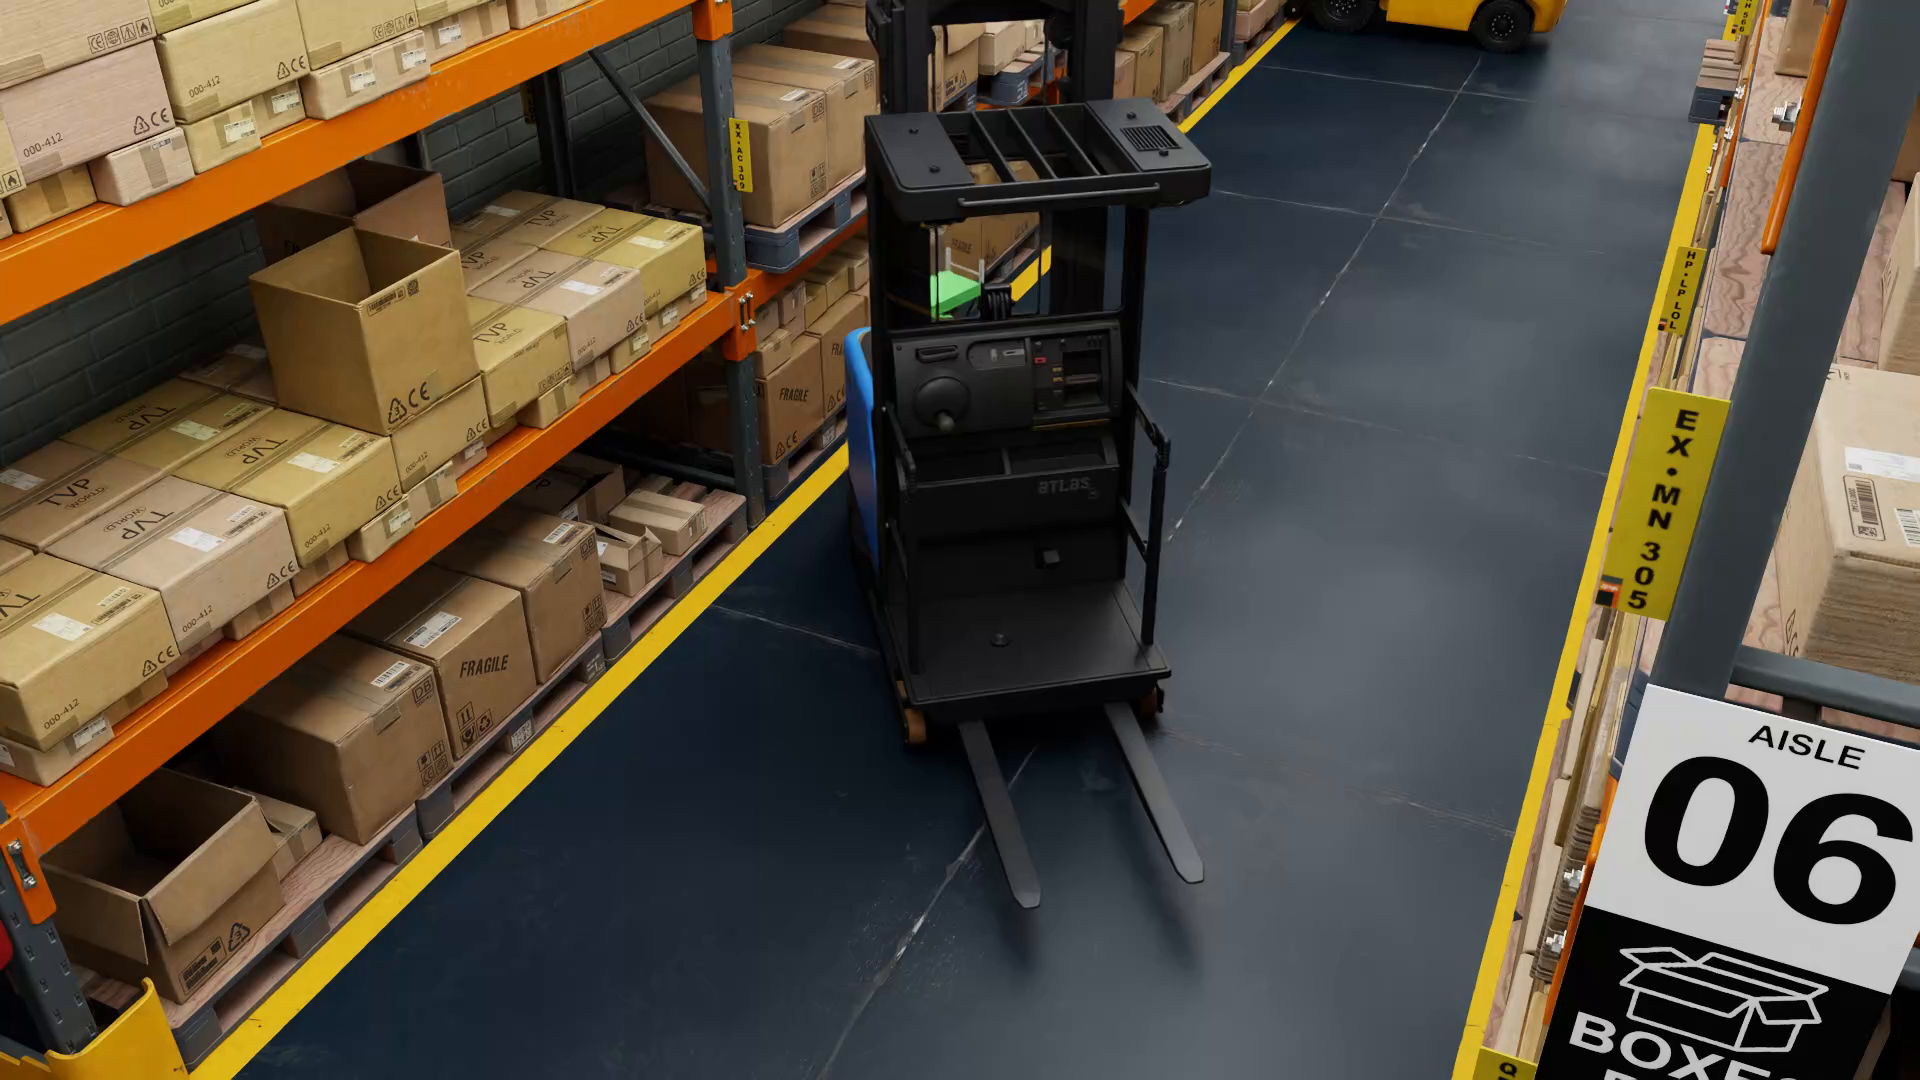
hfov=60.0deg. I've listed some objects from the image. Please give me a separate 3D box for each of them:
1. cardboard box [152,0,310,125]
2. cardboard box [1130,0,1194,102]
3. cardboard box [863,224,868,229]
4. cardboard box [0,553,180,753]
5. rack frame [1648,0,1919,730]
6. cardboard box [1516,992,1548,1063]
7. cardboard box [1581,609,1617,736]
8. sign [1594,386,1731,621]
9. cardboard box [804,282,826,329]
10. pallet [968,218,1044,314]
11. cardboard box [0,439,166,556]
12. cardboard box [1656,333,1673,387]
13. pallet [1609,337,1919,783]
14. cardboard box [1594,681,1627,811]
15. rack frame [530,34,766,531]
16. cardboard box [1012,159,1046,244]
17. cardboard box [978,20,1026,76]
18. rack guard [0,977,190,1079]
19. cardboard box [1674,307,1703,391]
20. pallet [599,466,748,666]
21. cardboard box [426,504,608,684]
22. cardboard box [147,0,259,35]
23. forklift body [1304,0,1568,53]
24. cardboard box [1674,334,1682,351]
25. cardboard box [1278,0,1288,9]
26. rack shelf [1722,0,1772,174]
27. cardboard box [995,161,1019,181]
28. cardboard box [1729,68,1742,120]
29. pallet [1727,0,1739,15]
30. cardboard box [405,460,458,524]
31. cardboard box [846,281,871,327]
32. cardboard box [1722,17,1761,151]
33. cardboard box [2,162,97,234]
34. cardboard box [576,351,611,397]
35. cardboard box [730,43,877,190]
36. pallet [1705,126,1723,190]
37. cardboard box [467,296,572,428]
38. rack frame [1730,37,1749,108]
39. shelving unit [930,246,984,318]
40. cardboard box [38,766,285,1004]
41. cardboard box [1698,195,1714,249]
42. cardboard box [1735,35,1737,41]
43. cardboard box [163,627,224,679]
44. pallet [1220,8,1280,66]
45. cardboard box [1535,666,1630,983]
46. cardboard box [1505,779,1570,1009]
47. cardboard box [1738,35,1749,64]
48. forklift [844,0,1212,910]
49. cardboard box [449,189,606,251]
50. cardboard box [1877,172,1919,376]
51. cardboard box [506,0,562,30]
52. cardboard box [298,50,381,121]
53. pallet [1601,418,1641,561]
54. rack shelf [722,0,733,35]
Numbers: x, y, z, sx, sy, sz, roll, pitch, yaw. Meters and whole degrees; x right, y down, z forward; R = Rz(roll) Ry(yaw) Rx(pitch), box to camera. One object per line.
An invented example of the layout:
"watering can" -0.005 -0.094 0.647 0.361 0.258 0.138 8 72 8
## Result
"cardboard box" -2.281 -1.438 4.838 0.500 0.250 0.500 13 35 19
"cardboard box" 1.346 -3.966 13.345 0.875 0.625 0.625 14 36 20
"cardboard box" -0.493 -1.771 9.521 0.380 0.149 0.250 14 36 21
"cardboard box" -2.700 0.320 4.892 0.500 0.250 0.500 14 36 21
"rack frame" 1.376 -0.826 1.303 1.000 3.000 0.127 14 36 20
"cardboard box" 1.337 1.340 3.380 0.500 0.500 0.500 14 36 21
"cardboard box" 2.187 0.318 4.938 0.500 0.500 0.500 14 36 21
"sign" 0.889 -0.040 2.105 0.100 0.325 0.005 14 36 20
"cardboard box" -0.926 -1.251 8.728 0.380 0.149 0.250 12 35 18
"pallet" -0.134 -1.909 10.969 1.003 0.211 1.213 14 36 20
"cardboard box" -2.966 -0.062 5.475 0.500 0.250 0.500 14 36 21
"cardboard box" 3.981 -0.820 8.320 0.875 0.875 0.875 15 36 21
"pallet" 1.676 0.094 2.717 1.003 0.211 1.213 14 36 20
"cardboard box" 1.460 0.447 3.238 0.380 0.149 0.250 14 36 20
"rack frame" -1.461 -1.446 7.720 1.000 3.000 0.127 14 36 20
"cardboard box" 0.231 -2.309 10.932 0.500 0.500 0.500 15 36 22
"cardboard box" 0.065 -2.952 9.770 0.500 0.250 0.500 12 35 18
"rack guard" -3.103 1.553 5.425 1.175 0.500 0.348 14 36 20
"cardboard box" 2.413 -0.338 5.026 0.500 0.500 0.500 14 36 20
"pallet" -1.749 0.062 7.963 1.003 0.211 1.213 14 36 20
"cardboard box" -1.965 0.199 7.108 0.700 0.500 0.500 13 35 19
"cardboard box" -2.293 -1.645 4.697 0.500 0.250 0.500 14 36 20
"forklift body" 4.423 -5.705 14.989 2.313 2.155 1.214 14 36 20
"cardboard box" 3.222 -0.781 6.843 0.500 0.250 0.500 14 36 20
"cardboard box" 2.788 -5.137 15.474 0.500 0.250 0.500 15 36 21
"rack shelf" 3.886 -2.259 6.880 1.077 0.370 4.000 14 36 20
"cardboard box" 0.150 -2.393 10.469 0.380 0.149 0.250 12 35 18
"cardboard box" 4.286 -2.252 8.630 0.500 0.250 0.500 14 36 20
"pallet" 5.944 -3.866 11.586 1.003 0.211 1.213 14 36 20
"cardboard box" -2.072 -0.216 6.073 0.380 0.149 0.250 15 36 22
"cardboard box" -0.627 -1.281 9.364 0.500 0.500 0.500 13 35 19
"cardboard box" 3.865 -2.069 7.666 0.500 0.500 0.500 15 36 22
"cardboard box" -2.581 -0.969 4.486 0.380 0.149 0.250 14 36 21
"cardboard box" -1.675 -0.730 6.857 0.380 0.149 0.250 15 36 22
"cardboard box" -0.839 -2.111 8.260 0.700 0.500 0.500 15 36 21
"pallet" 6.072 -2.739 12.235 1.003 0.211 1.213 14 36 20
"cardboard box" -1.869 -0.700 6.448 0.500 0.250 0.500 14 36 20
"rack frame" 4.723 -2.301 9.024 1.000 3.000 0.127 14 36 20
"shelving unit" -0.137 -0.821 8.407 0.258 1.200 0.503 26 41 34
"cardboard box" -2.792 1.131 5.683 0.797 0.503 0.637 13 35 19
"cardboard box" 3.426 -1.241 7.088 0.500 0.250 0.500 15 36 22
"cardboard box" 7.044 -4.446 14.420 0.500 0.250 0.500 17 37 24
"cardboard box" -2.605 0.274 5.326 0.380 0.149 0.250 14 36 20
"pallet" 2.257 -4.651 15.150 1.003 0.211 1.213 14 36 20
"cardboard box" 1.553 0.661 3.503 0.500 0.500 0.500 14 36 21
"cardboard box" 2.315 1.321 5.454 0.875 0.438 0.875 13 35 19
"cardboard box" 4.660 -2.933 9.243 0.500 0.500 0.500 13 35 19
"forklift" 0.242 -0.589 6.475 1.130 2.935 3.031 -7 34 -10
"cardboard box" -1.913 -1.323 7.398 0.500 0.250 0.500 14 36 20
"cardboard box" 2.047 -0.486 3.127 0.500 0.311 0.500 15 36 21
"cardboard box" -1.675 -1.974 6.019 0.380 0.149 0.250 14 36 20
"cardboard box" -2.060 -1.450 5.219 0.380 0.149 0.250 14 36 21
"pallet" 3.813 -0.155 8.293 1.003 0.211 1.213 14 36 20
"rack shelf" -0.624 -3.396 8.614 1.077 0.370 4.000 14 36 20
